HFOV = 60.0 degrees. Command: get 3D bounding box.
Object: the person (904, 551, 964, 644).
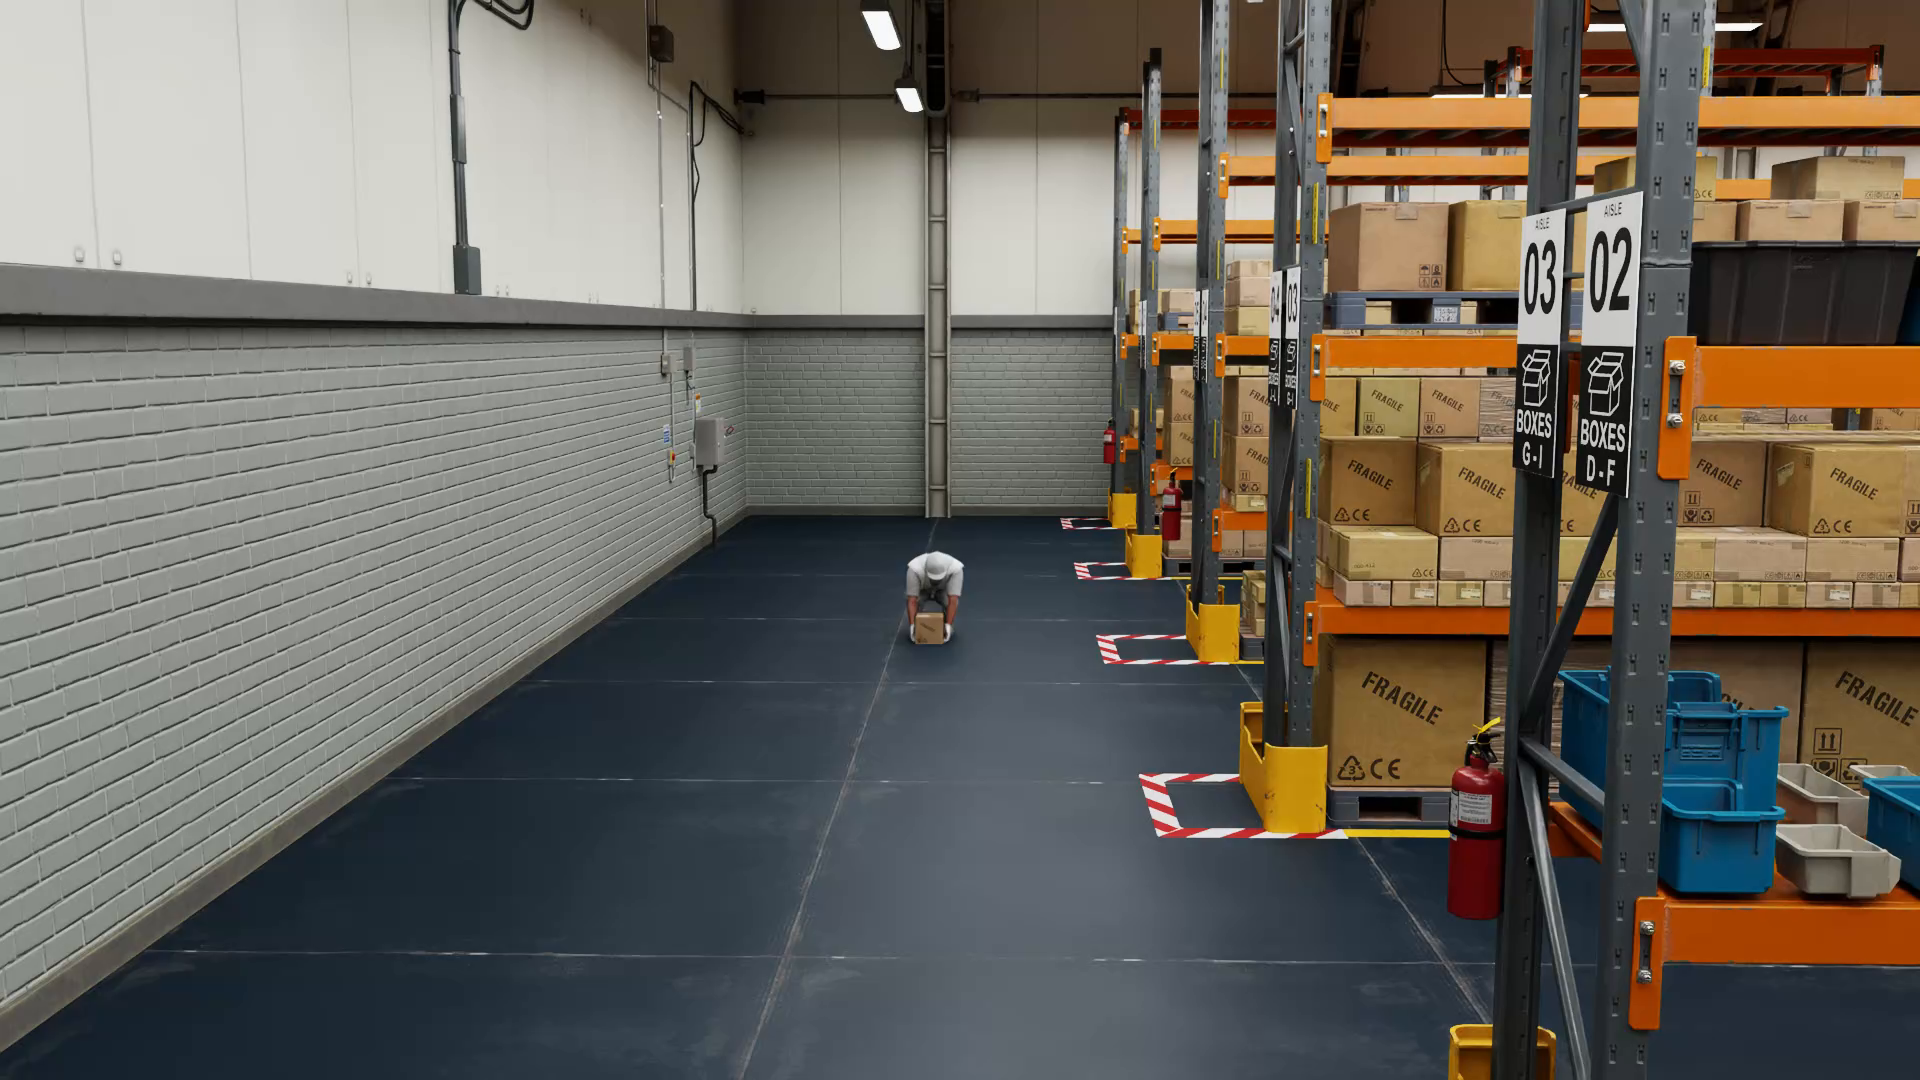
[{"bbox_3d":[-0.241,0.498,15.627,0.569,0.884,0.913,0,7,1],"label":"person"}]
